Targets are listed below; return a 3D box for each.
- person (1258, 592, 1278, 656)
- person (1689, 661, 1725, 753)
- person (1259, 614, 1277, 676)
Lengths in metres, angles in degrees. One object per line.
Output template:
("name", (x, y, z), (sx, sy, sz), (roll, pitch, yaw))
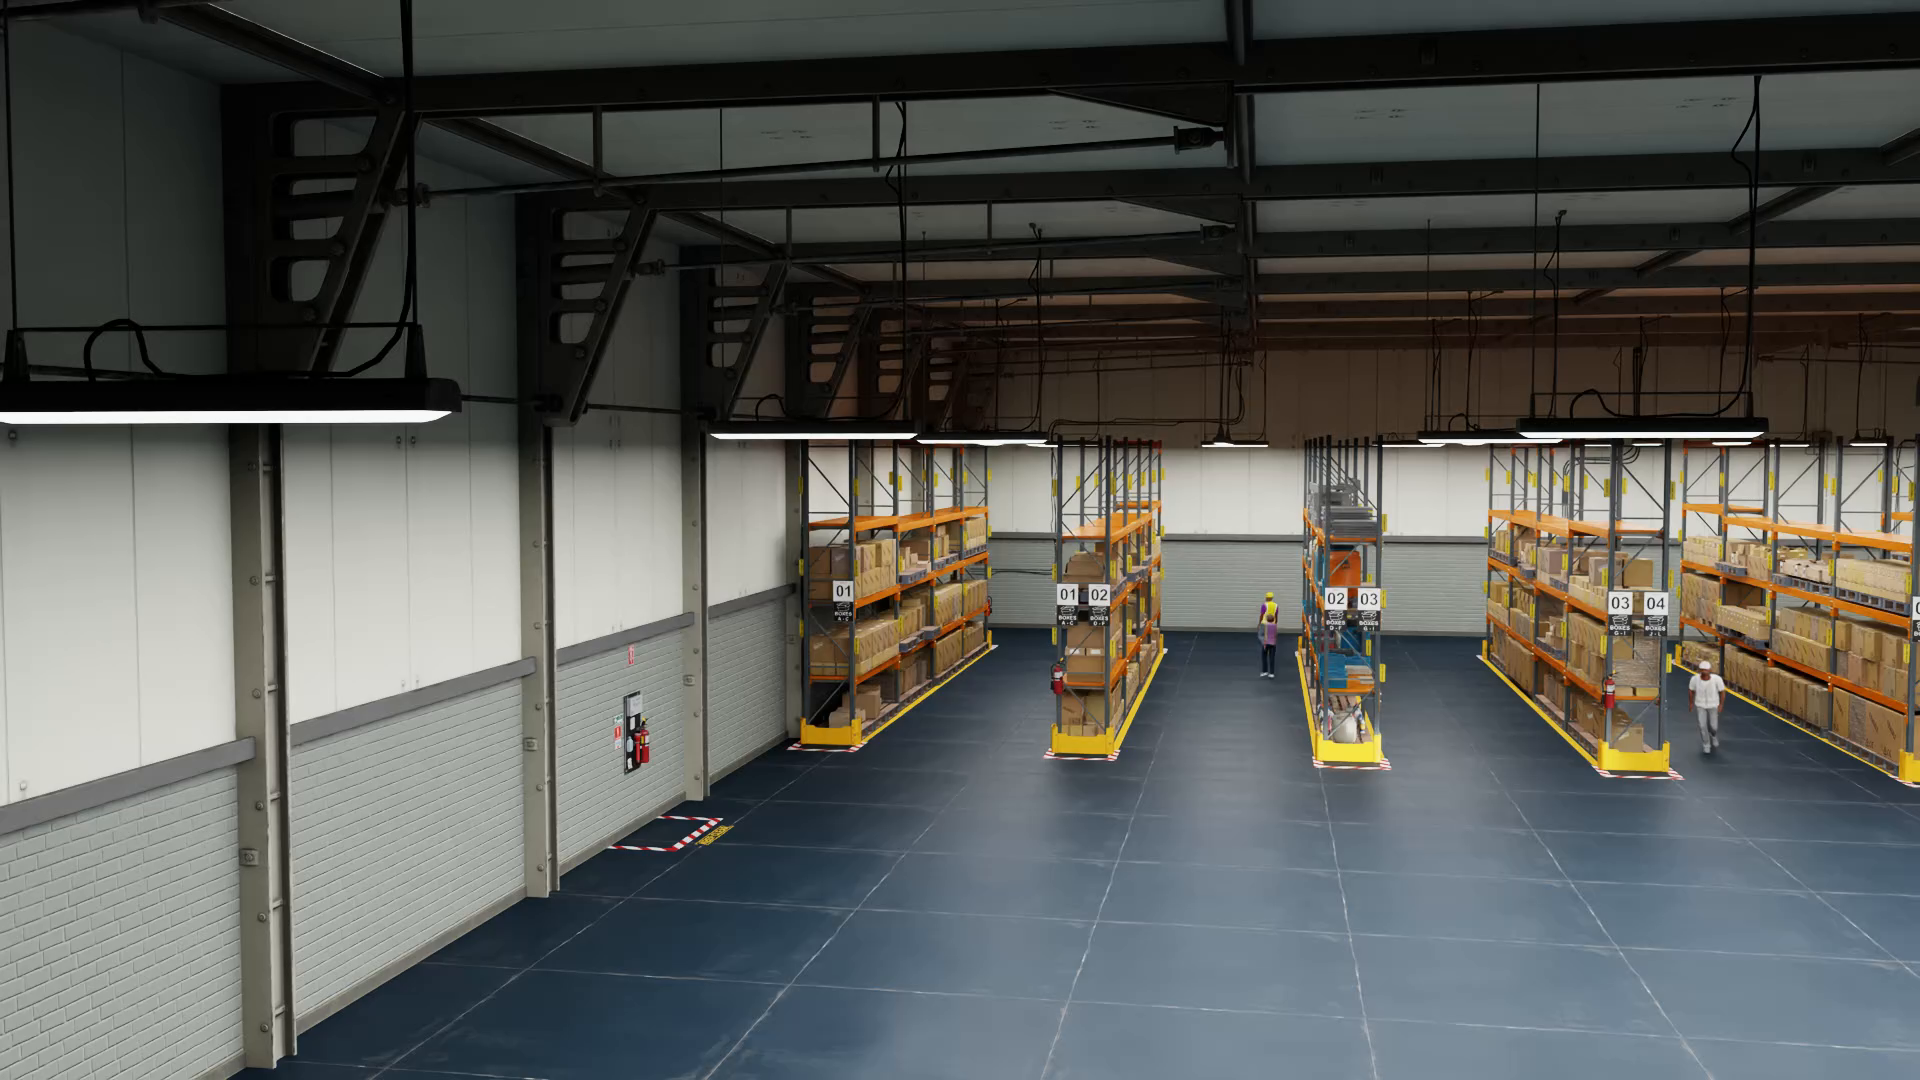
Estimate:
("person", (8.572, 2.340, 46.177), (0.602, 1.767, 0.530), (-1, 3, -26))
("person", (14.209, 3.148, 31.633), (0.622, 1.732, 0.717), (2, 3, 28))
("person", (7.833, 2.673, 41.983), (0.410, 1.615, 0.639), (0, 3, -5))
